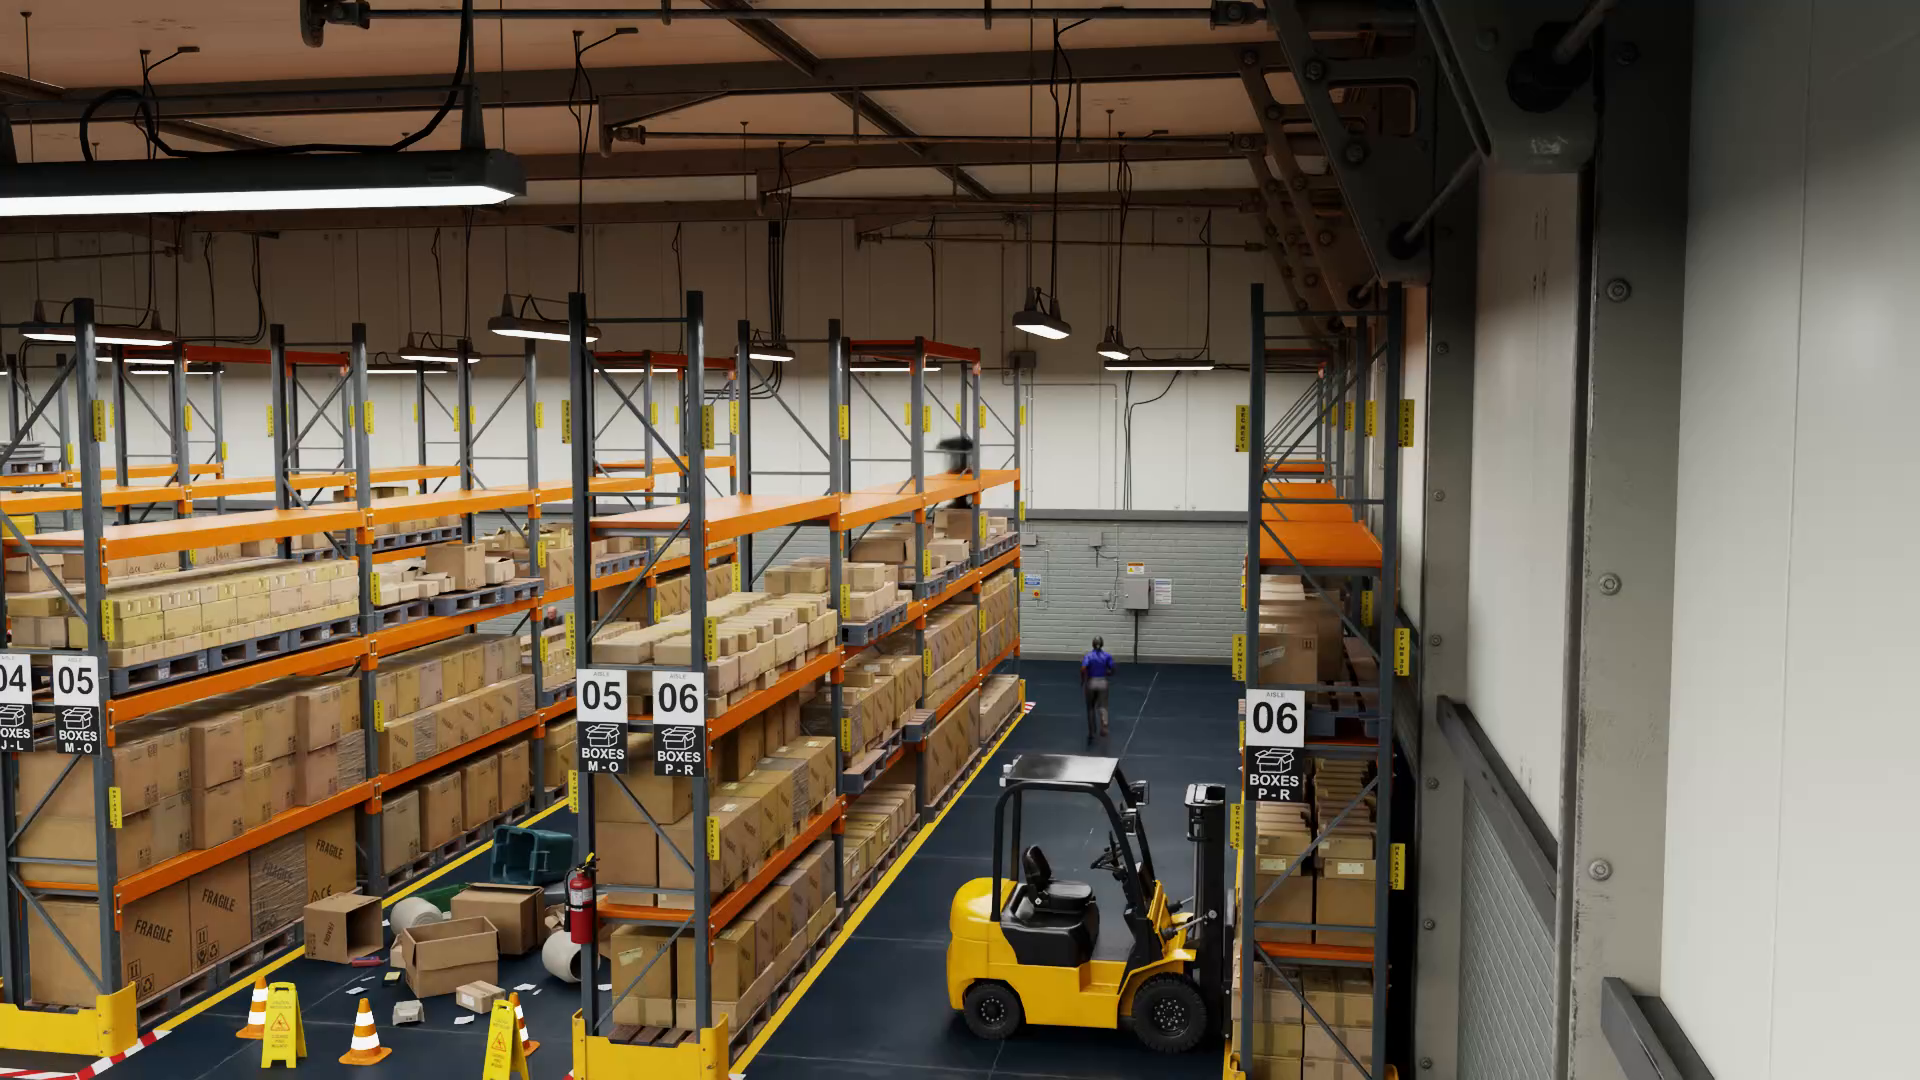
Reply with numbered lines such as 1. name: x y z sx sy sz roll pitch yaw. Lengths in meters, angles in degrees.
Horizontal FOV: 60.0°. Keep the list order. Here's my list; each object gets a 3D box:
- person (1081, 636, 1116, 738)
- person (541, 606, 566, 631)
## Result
1. person: 2.119 2.294 25.615 0.580 1.646 0.850 0 5 -5
2. person: -7.108 1.999 29.432 0.677 1.719 0.922 0 5 6
